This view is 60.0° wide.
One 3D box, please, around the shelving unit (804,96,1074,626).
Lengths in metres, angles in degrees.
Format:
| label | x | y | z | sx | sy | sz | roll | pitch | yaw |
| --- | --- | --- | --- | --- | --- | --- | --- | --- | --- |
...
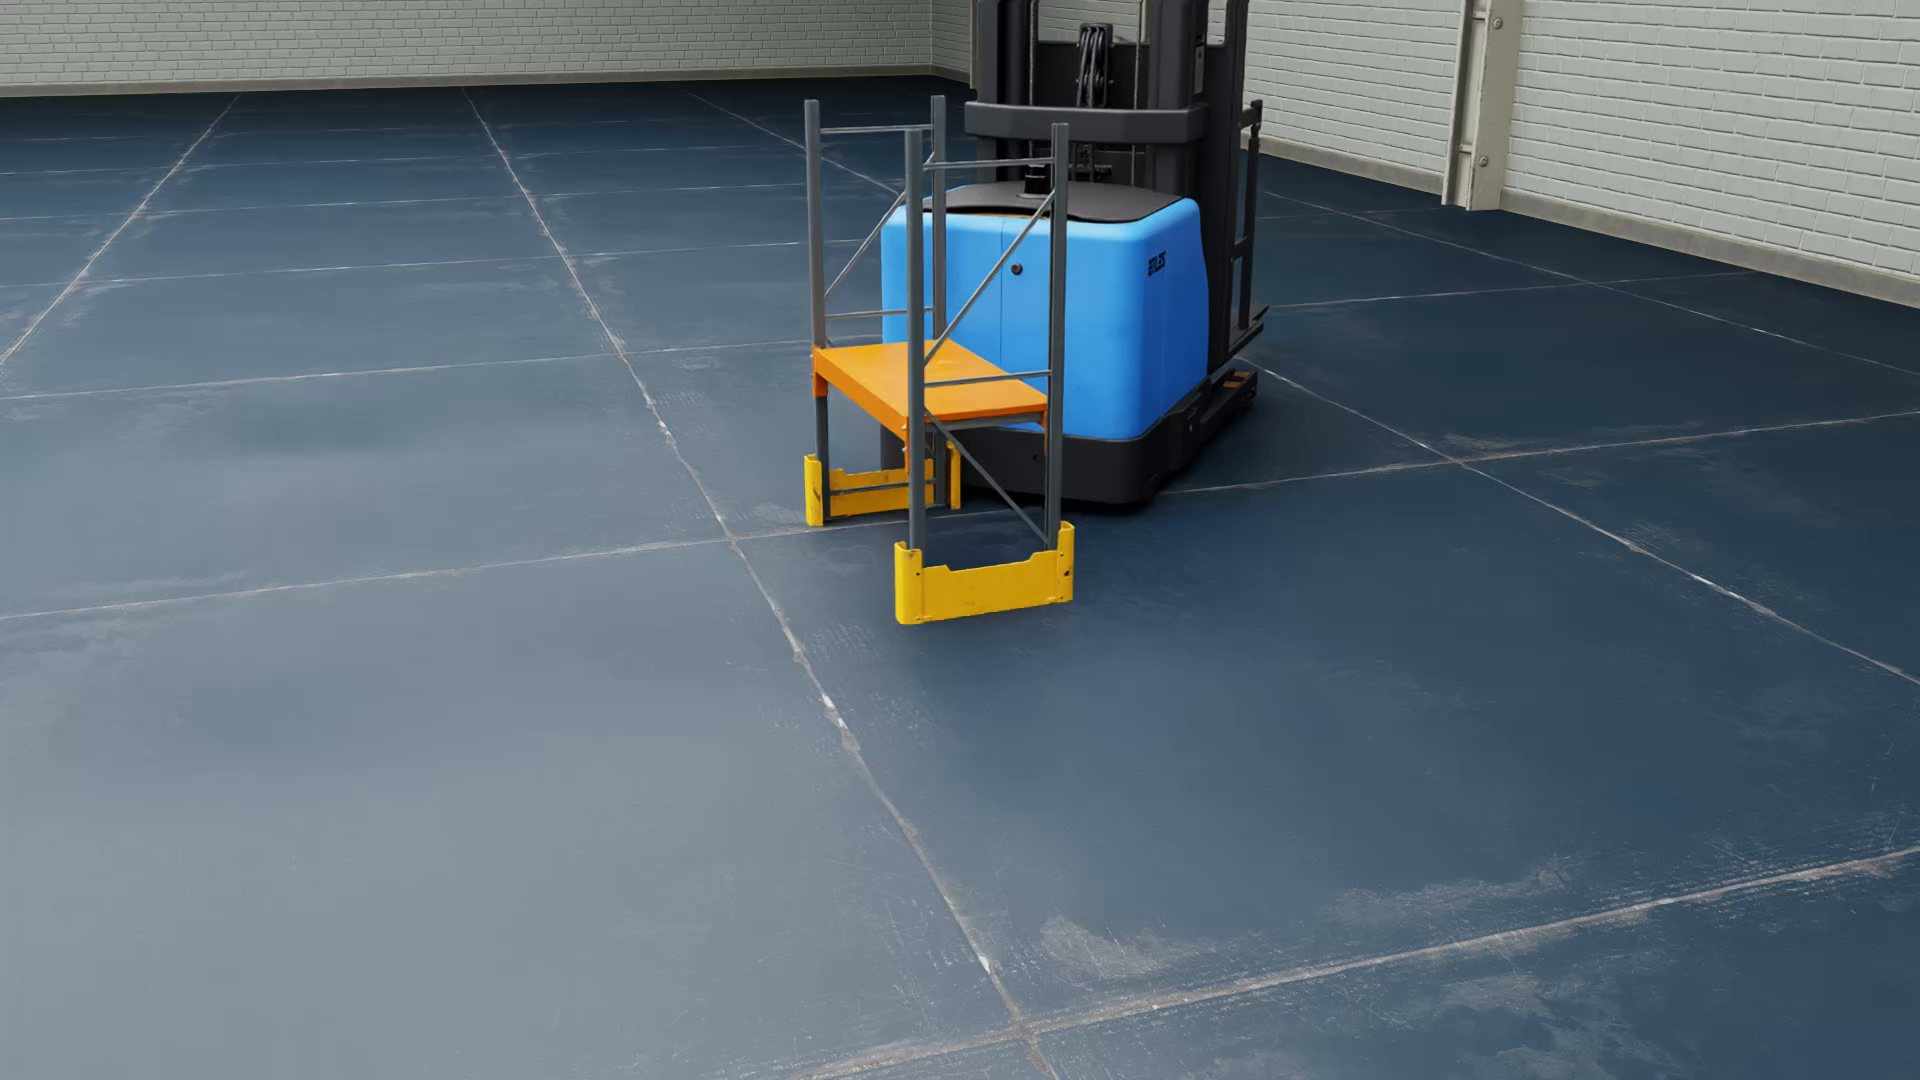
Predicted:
| label | x | y | z | sx | sy | sz | roll | pitch | yaw |
| --- | --- | --- | --- | --- | --- | --- | --- | --- | --- |
| shelving unit | -0.100 | -0.642 | 5.485 | 0.587 | 1.500 | 1.083 | -8 | 21 | -20 |

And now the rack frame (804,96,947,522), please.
| label | x | y | z | sx | sy | sz | roll | pitch | yaw |
| --- | --- | --- | --- | --- | --- | --- | --- | --- | --- |
| rack frame | -0.287 | -0.805 | 5.939 | 0.500 | 1.500 | 0.032 | -8 | 21 | -20 |

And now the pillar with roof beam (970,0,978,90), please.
| label | x | y | z | sx | sy | sz | roll | pitch | yaw |
| --- | --- | --- | --- | --- | --- | --- | --- | --- | --- |
| pillar with roof beam | -3.735 | -10.319 | 21.332 | 9.100 | 9.000 | 0.400 | -6 | 21 | -17 |

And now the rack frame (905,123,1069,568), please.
| label | x | y | z | sx | sy | sz | roll | pitch | yaw |
| --- | --- | --- | --- | --- | --- | --- | --- | --- | --- |
| rack frame | 0.082 | -0.485 | 5.047 | 0.500 | 1.500 | 0.032 | -8 | 21 | -20 |

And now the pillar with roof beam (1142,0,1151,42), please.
| label | x | y | z | sx | sy | sz | roll | pitch | yaw |
| --- | --- | --- | --- | --- | --- | --- | --- | --- | --- |
| pillar with roof beam | -1.850 | -8.393 | 15.972 | 9.100 | 9.000 | 0.400 | -6 | 21 | -17 |

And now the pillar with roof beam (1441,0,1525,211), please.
| label | x | y | z | sx | sy | sz | roll | pitch | yaw |
| --- | --- | --- | --- | --- | --- | --- | --- | --- | --- |
| pillar with roof beam | 0.036 | -6.468 | 10.611 | 9.100 | 9.000 | 0.400 | -6 | 21 | -17 |

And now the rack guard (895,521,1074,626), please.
| label | x | y | z | sx | sy | sz | roll | pitch | yaw |
| --- | --- | --- | --- | --- | --- | --- | --- | --- | --- |
| rack guard | 0.081 | 0.103 | 5.260 | 0.587 | 0.250 | 0.087 | -8 | 21 | -20 |

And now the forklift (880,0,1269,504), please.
| label | x | y | z | sx | sy | sz | roll | pitch | yaw |
| --- | --- | --- | --- | --- | --- | --- | --- | --- | --- |
| forklift | 0.721 | -1.973 | 7.073 | 1.130 | 2.935 | 3.031 | 8 | 21 | 21 |

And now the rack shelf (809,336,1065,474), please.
| label | x | y | z | sx | sy | sz | roll | pitch | yaw |
| --- | --- | --- | --- | --- | --- | --- | --- | --- | --- |
| rack shelf | -0.103 | -0.475 | 5.554 | 0.538 | 0.185 | 1.000 | -8 | 21 | -20 |

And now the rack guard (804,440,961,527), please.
| label | x | y | z | sx | sy | sz | roll | pitch | yaw |
| --- | --- | --- | --- | --- | --- | --- | --- | --- | --- |
| rack guard | -0.280 | -0.211 | 6.133 | 0.587 | 0.250 | 0.087 | -8 | 21 | -20 |
